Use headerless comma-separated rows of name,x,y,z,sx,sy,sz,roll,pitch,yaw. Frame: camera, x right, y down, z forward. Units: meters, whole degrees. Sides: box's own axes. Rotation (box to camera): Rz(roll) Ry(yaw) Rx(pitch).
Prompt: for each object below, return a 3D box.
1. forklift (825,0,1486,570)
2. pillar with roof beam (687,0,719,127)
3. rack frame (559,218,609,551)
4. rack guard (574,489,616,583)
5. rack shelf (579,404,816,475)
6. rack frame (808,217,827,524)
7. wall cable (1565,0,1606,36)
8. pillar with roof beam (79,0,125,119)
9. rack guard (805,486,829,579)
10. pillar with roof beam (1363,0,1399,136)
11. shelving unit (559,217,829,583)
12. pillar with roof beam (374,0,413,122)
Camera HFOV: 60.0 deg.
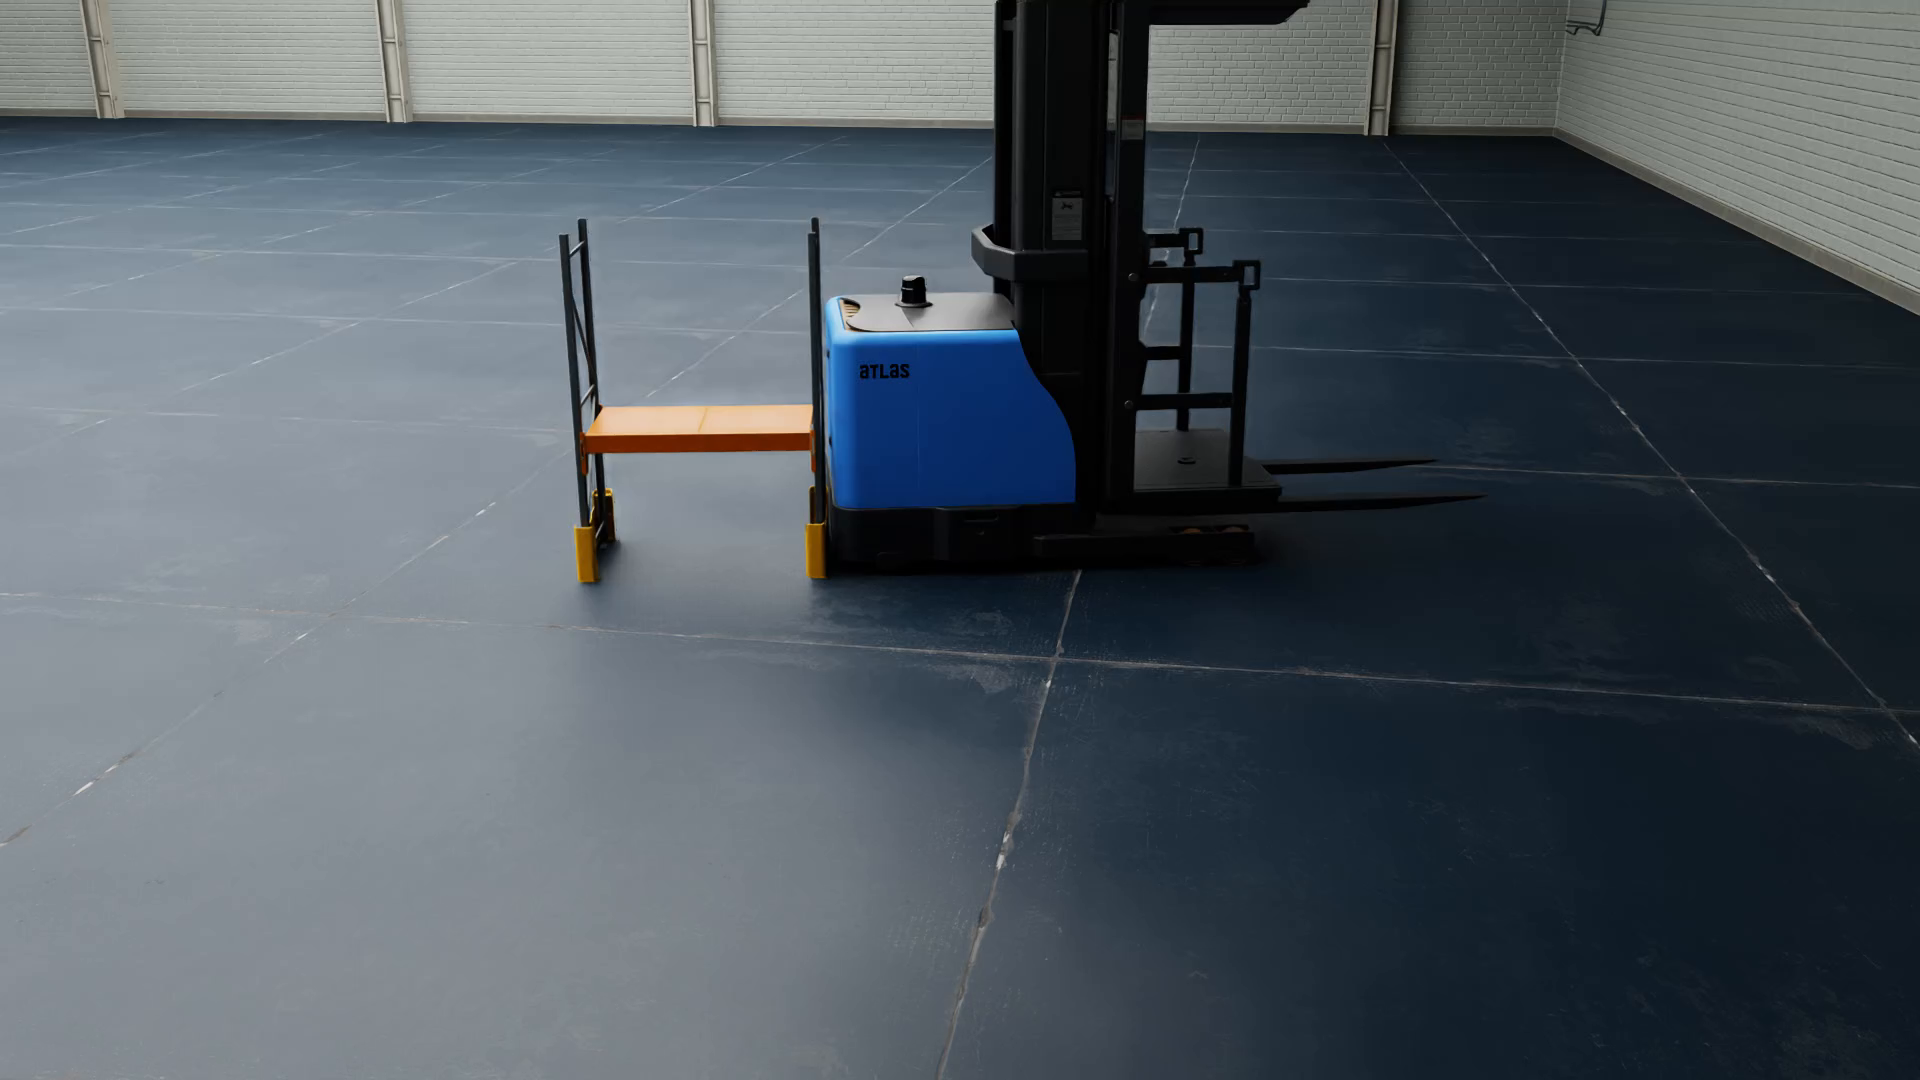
forklift,0.902,-1.438,7.482,3.031,2.935,1.130,-2,19,-6
pillar with roof beam,-5.343,-10.531,25.096,0.400,9.000,9.100,3,19,9
rack frame,-1.641,-0.618,7.288,0.032,1.500,0.500,-1,19,-3
rack guard,-1.640,-0.026,7.486,0.087,0.250,0.587,-1,19,-3
rack shelf,-1.133,-0.456,7.369,1.000,0.185,0.538,-1,19,-3
rack frame,-0.625,-0.634,7.335,0.032,1.500,0.500,-1,19,-3
wall cable,9.887,-9.241,26.133,0.112,2.526,3.097,3,19,9
pillar with roof beam,-17.191,-11.135,26.901,0.400,9.000,9.100,3,19,9
rack guard,-0.645,-0.041,7.533,0.087,0.250,0.587,-1,19,-3
pillar with roof beam,6.505,-9.927,23.291,0.400,9.000,9.100,3,19,9
shelving unit,-1.142,-0.626,7.311,1.083,1.500,0.587,-1,19,-3
pillar with roof beam,-11.267,-10.833,25.998,0.400,9.000,9.100,3,19,9
